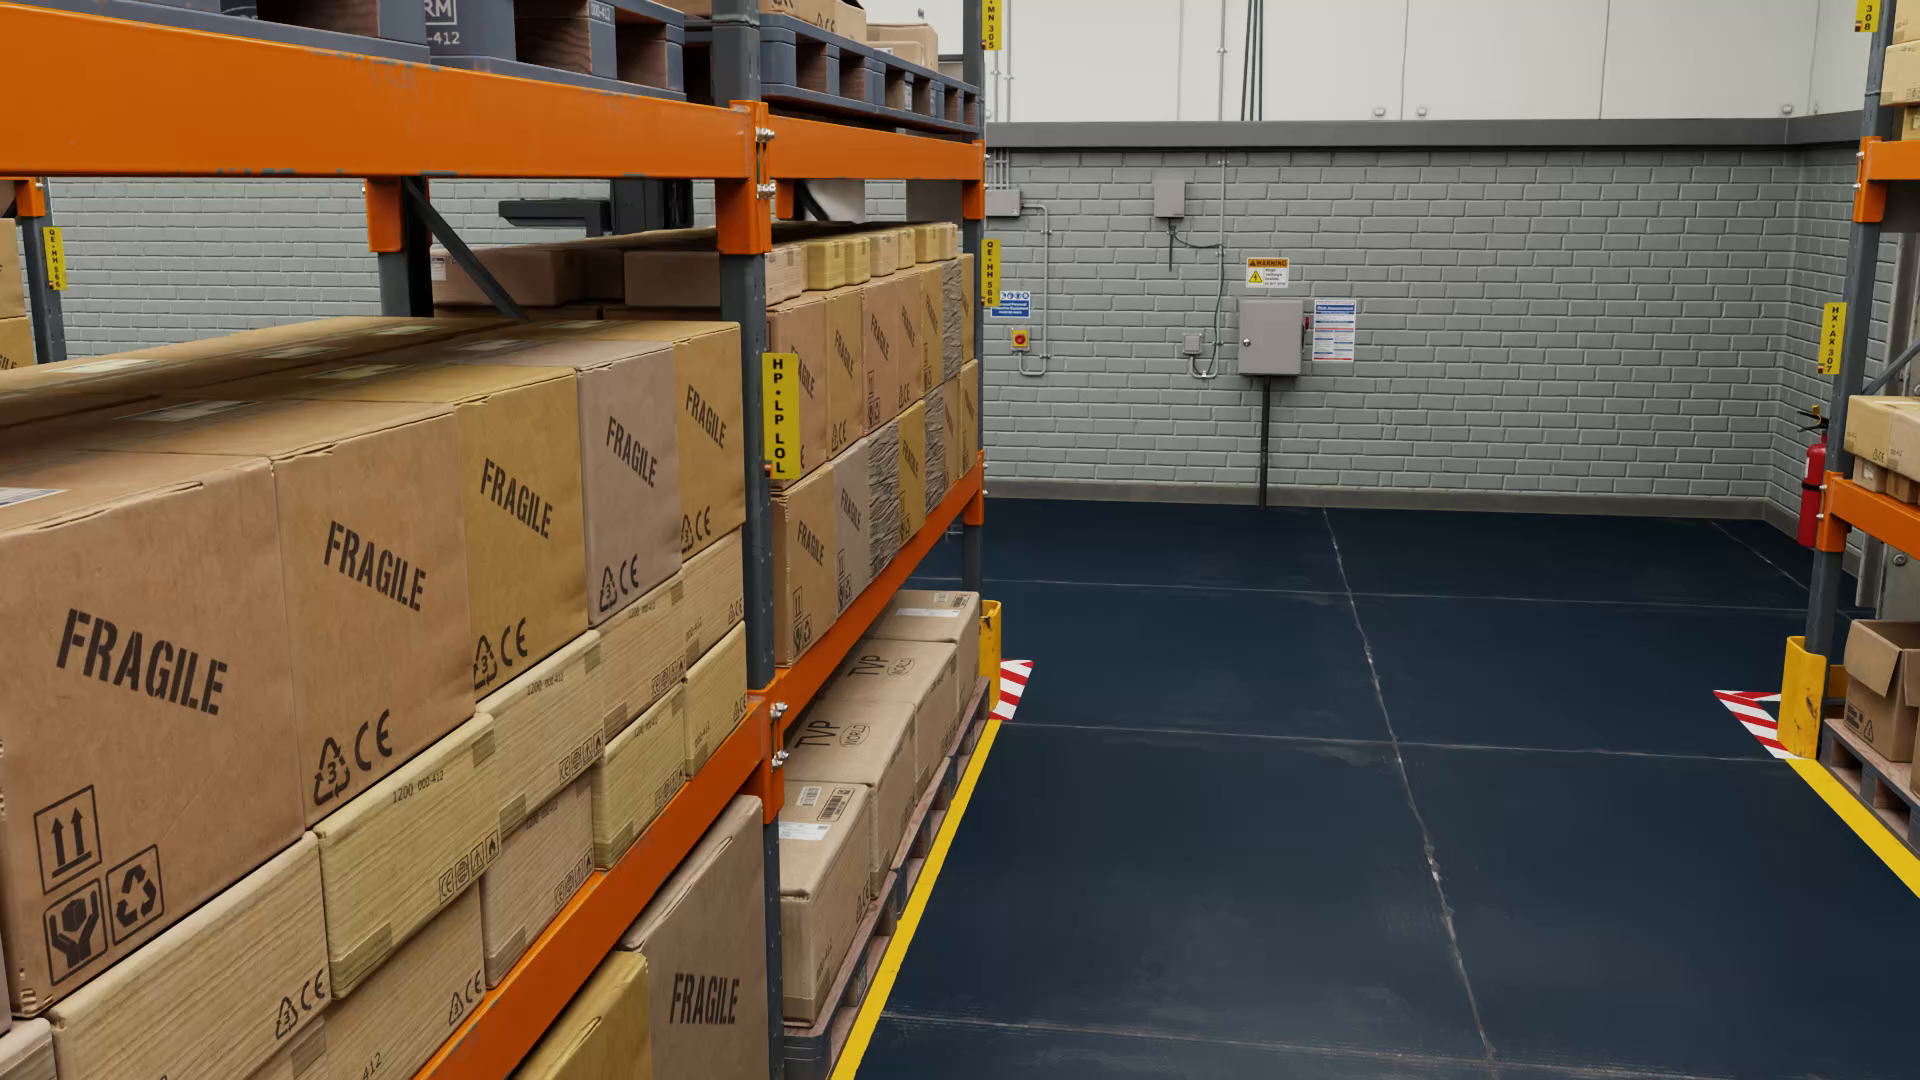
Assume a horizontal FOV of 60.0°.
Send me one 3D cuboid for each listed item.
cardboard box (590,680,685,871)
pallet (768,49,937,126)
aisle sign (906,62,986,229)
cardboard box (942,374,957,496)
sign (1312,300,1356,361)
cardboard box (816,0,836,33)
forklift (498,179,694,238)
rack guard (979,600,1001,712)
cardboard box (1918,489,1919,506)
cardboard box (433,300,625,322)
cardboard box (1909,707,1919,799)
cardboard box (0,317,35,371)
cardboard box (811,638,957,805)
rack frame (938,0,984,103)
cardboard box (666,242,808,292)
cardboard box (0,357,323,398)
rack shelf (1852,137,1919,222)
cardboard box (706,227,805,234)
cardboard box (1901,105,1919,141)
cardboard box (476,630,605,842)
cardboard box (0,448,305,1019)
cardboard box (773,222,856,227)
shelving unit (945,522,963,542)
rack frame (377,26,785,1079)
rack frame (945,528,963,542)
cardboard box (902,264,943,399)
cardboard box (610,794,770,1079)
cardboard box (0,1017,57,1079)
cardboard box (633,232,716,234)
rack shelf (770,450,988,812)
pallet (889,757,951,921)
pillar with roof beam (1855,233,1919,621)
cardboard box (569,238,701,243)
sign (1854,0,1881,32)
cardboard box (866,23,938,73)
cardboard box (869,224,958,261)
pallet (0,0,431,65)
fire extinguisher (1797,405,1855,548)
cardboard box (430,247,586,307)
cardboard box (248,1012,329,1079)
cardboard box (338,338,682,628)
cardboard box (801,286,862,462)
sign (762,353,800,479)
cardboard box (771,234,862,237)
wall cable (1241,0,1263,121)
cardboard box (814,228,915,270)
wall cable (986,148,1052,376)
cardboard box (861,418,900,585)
[{"bbox_3d":[-0.902,0.474,3.529,0.500,0.250,0.500,2,12,8],"label":"cardboard box"},{"bbox_3d":[-0.676,-1.653,6.133,1.003,0.211,1.213,2,12,9],"label":"pallet"},{"bbox_3d":[-0.070,-1.915,8.089,0.394,0.787,0.004,2,12,9],"label":"aisle sign"},{"bbox_3d":[-0.292,-0.475,7.341,0.500,0.500,0.500,2,12,7],"label":"cardboard box"},{"bbox_3d":[3.030,-1.696,13.469,0.329,0.494,0.001,2,12,9],"label":"sign"},{"bbox_3d":[-0.827,-1.859,5.402,0.797,0.503,0.637,3,12,13],"label":"cardboard box"},{"bbox_3d":[-2.781,-1.511,12.548,3.031,2.935,1.130,2,12,8],"label":"forklift"},{"bbox_3d":[-0.383,0.578,8.626,1.175,0.500,0.348,2,12,9],"label":"rack guard"},{"bbox_3d":[4.197,-0.187,6.835,0.380,0.149,0.250,2,12,8],"label":"cardboard box"},{"bbox_3d":[-1.202,-0.451,4.857,0.500,0.500,0.500,2,12,8],"label":"cardboard box"},{"bbox_3d":[4.161,0.838,6.420,0.700,0.500,0.500,2,12,11],"label":"cardboard box"},{"bbox_3d":[-5.108,-0.871,8.471,0.500,0.500,0.500,2,12,10],"label":"cardboard box"},{"bbox_3d":[-0.522,0.739,7.027,0.875,0.438,0.875,2,12,10],"label":"cardboard box"},{"bbox_3d":[-0.387,-3.572,7.707,1.000,3.000,0.127,2,12,9],"label":"rack frame"},{"bbox_3d":[-0.676,-0.827,5.061,0.380,0.149,0.250,2,12,8],"label":"cardboard box"},{"bbox_3d":[-1.484,-0.051,2.998,0.500,0.500,0.500,2,12,7],"label":"cardboard box"},{"bbox_3d":[4.211,-1.178,5.425,1.077,0.370,4.000,2,12,9],"label":"rack shelf"},{"bbox_3d":[-0.849,-1.210,6.838,0.380,0.149,0.250,2,12,9],"label":"cardboard box"},{"bbox_3d":[4.239,-1.764,7.034,0.380,0.149,0.250,2,12,10],"label":"cardboard box"},{"bbox_3d":[-0.973,0.334,2.991,0.500,0.250,0.500,2,12,10],"label":"cardboard box"},{"bbox_3d":[-1.138,0.183,1.914,0.500,0.500,0.500,2,12,10],"label":"cardboard box"},{"bbox_3d":[-0.685,-1.372,7.590,0.380,0.149,0.250,2,12,10],"label":"cardboard box"},{"bbox_3d":[0.008,-0.524,12.434,0.215,1.050,0.252,2,12,9],"label":"shelving unit"},{"bbox_3d":[-1.002,0.193,4.476,1.000,3.000,0.127,2,12,9],"label":"rack frame"},{"bbox_3d":[-0.011,-0.499,12.317,0.200,1.050,0.008,2,12,9],"label":"rack frame"},{"bbox_3d":[-0.356,-0.856,6.736,0.500,0.500,0.500,2,12,8],"label":"cardboard box"},{"bbox_3d":[-1.018,1.158,4.044,0.875,0.875,0.875,2,12,10],"label":"cardboard box"},{"bbox_3d":[-1.215,0.650,1.527,0.500,0.250,0.500,2,12,10],"label":"cardboard box"},{"bbox_3d":[-0.987,-1.051,6.102,0.380,0.149,0.250,2,12,9],"label":"cardboard box"},{"bbox_3d":[-0.695,0.129,6.483,1.077,0.370,4.000,2,12,9],"label":"rack shelf"},{"bbox_3d":[-0.623,1.146,6.674,1.003,0.211,1.213,2,12,9],"label":"pallet"},{"bbox_3d":[1.570,-4.083,10.081,9.100,9.000,0.400,2,12,9],"label":"pillar with roof beam"},{"bbox_3d":[-1.052,-0.892,5.362,0.380,0.149,0.250,2,12,8],"label":"cardboard box"},{"bbox_3d":[3.982,-2.390,7.270,0.100,0.325,0.005,2,12,9],"label":"sign"},{"bbox_3d":[-0.367,-2.190,7.536,0.500,0.250,0.500,1,12,3],"label":"cardboard box"},{"bbox_3d":[-0.216,-1.303,7.268,0.380,0.149,0.250,2,12,8],"label":"cardboard box"},{"bbox_3d":[-1.402,-0.717,2.026,1.003,0.211,1.213,2,12,11],"label":"pallet"},{"bbox_3d":[4.084,-0.305,7.856,0.296,0.674,0.183,2,12,9],"label":"fire extinguisher"},{"bbox_3d":[-1.269,-0.736,4.637,0.380,0.149,0.250,2,12,7],"label":"cardboard box"},{"bbox_3d":[-1.146,0.789,2.067,0.500,0.250,0.500,2,12,11],"label":"cardboard box"},{"bbox_3d":[-0.895,-0.135,3.390,0.500,0.500,0.500,2,12,10],"label":"cardboard box"},{"bbox_3d":[-0.606,-0.540,5.270,0.500,0.500,0.500,2,12,8],"label":"cardboard box"},{"bbox_3d":[-0.464,-0.318,4.290,0.100,0.325,0.005,2,12,9],"label":"sign"},{"bbox_3d":[-0.550,-0.986,5.799,0.380,0.149,0.250,2,12,8],"label":"cardboard box"},{"bbox_3d":[3.699,-4.660,12.669,2.988,3.039,0.133,2,12,9],"label":"wall cable"},{"bbox_3d":[-0.386,-1.145,6.538,0.380,0.149,0.250,2,12,10],"label":"cardboard box"},{"bbox_3d":[0.457,-2.326,13.679,0.585,1.953,0.123,2,12,9],"label":"wall cable"},{"bbox_3d":[-0.507,-0.153,5.844,0.500,0.500,0.500,2,12,9],"label":"cardboard box"}]
